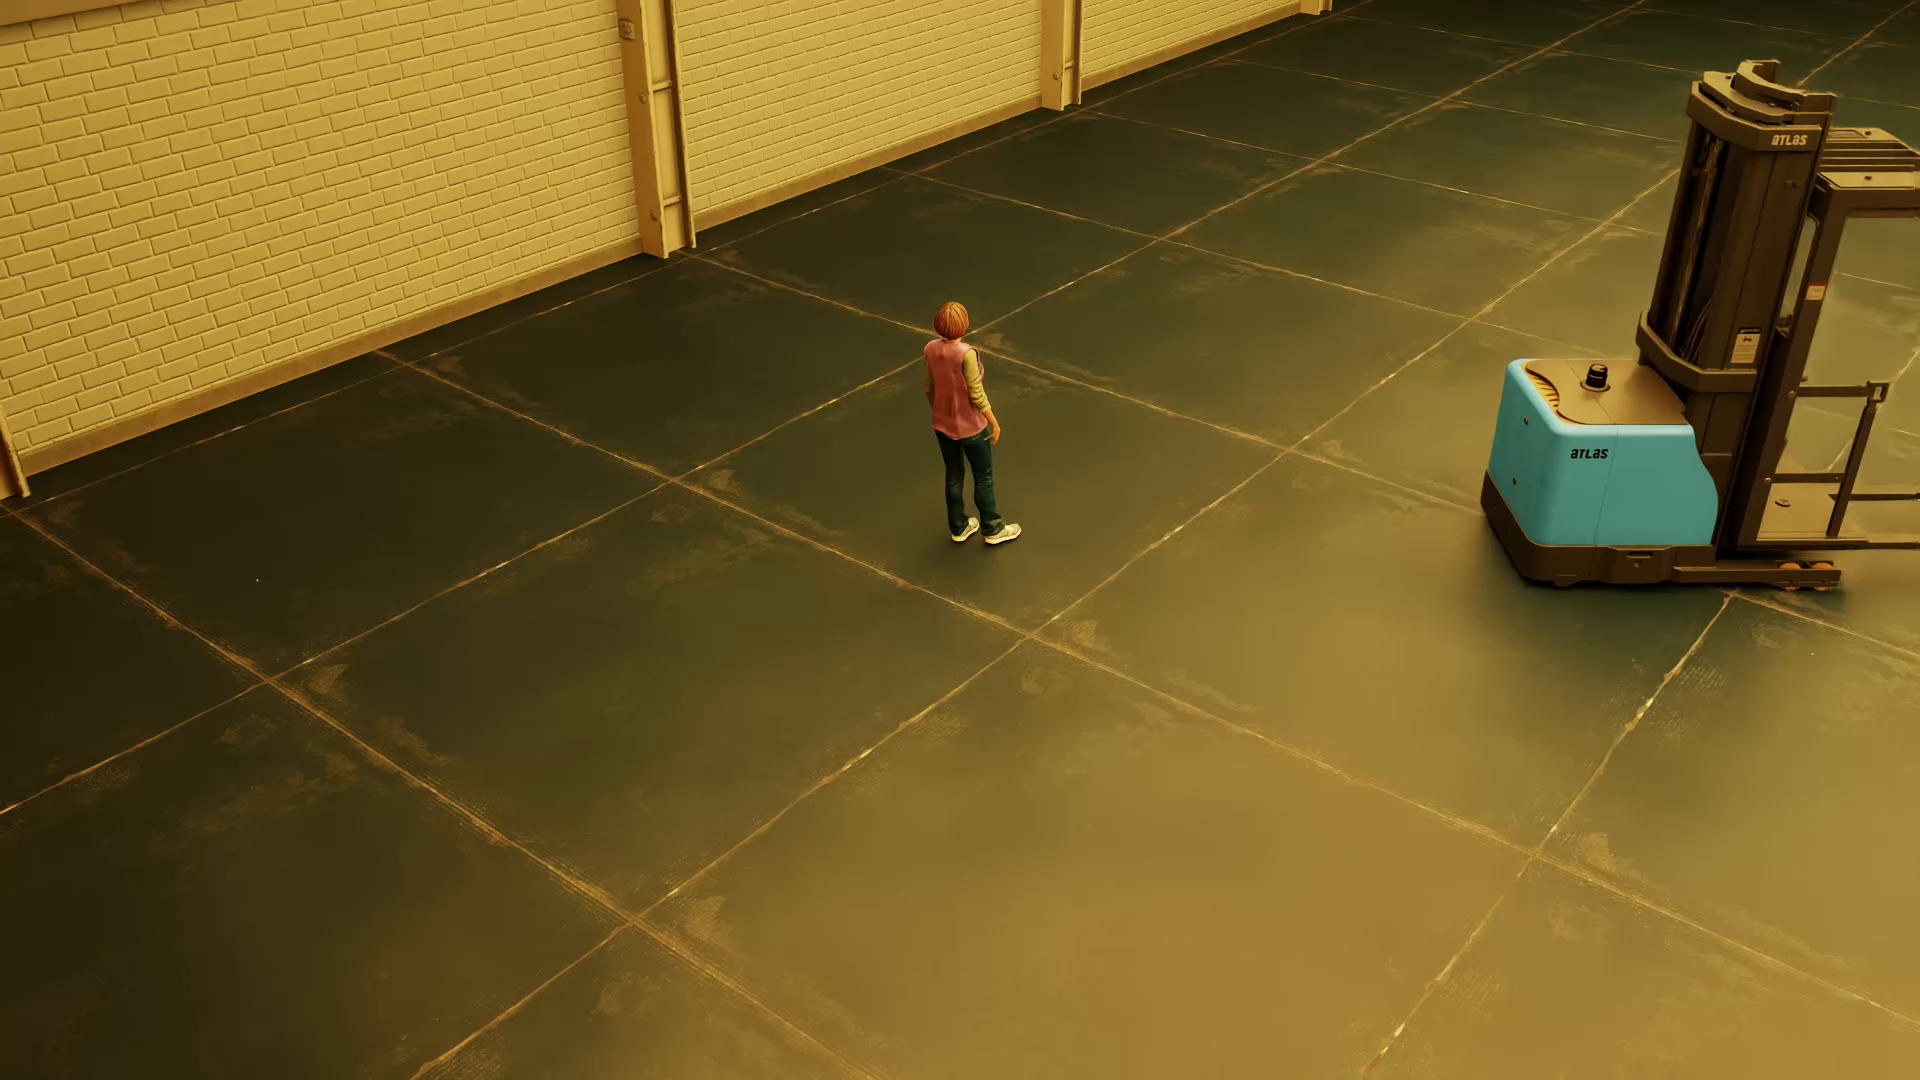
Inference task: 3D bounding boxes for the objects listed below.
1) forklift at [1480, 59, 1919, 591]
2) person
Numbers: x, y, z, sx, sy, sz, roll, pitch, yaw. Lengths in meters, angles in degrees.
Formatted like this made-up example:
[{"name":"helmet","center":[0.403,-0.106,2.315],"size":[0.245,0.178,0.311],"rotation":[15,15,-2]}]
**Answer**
[{"name":"forklift","center":[4.885,-1.229,9.699],"size":[3.031,2.935,1.130],"rotation":[0,30,0]},{"name":"person","center":[0.058,-0.721,10.136],"size":[0.520,1.599,0.473],"rotation":[22,37,33]}]
